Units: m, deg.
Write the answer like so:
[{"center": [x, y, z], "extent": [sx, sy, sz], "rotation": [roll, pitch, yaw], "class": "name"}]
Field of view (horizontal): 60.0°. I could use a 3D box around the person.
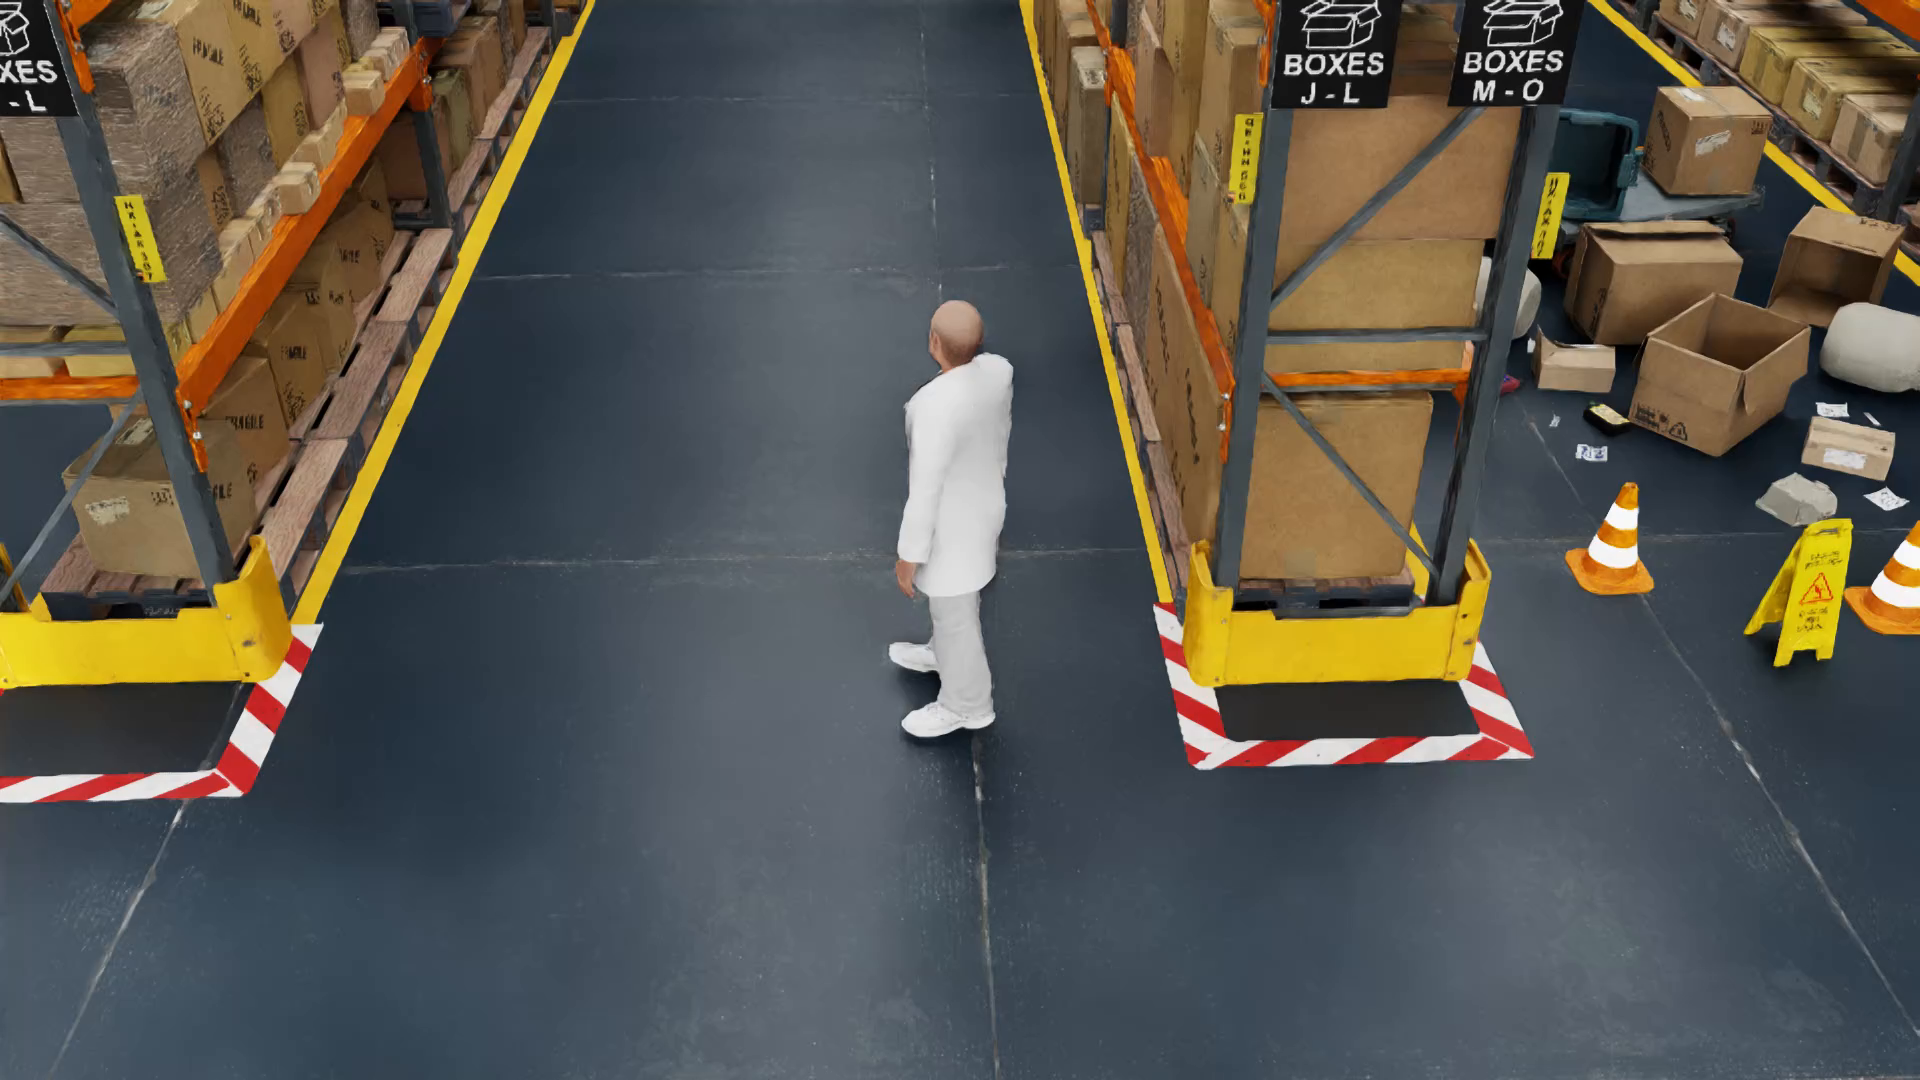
[{"center": [-0.095, -0.092, 6.250], "extent": [0.566, 1.777, 0.686], "rotation": [16, 38, 22], "class": "person"}]
